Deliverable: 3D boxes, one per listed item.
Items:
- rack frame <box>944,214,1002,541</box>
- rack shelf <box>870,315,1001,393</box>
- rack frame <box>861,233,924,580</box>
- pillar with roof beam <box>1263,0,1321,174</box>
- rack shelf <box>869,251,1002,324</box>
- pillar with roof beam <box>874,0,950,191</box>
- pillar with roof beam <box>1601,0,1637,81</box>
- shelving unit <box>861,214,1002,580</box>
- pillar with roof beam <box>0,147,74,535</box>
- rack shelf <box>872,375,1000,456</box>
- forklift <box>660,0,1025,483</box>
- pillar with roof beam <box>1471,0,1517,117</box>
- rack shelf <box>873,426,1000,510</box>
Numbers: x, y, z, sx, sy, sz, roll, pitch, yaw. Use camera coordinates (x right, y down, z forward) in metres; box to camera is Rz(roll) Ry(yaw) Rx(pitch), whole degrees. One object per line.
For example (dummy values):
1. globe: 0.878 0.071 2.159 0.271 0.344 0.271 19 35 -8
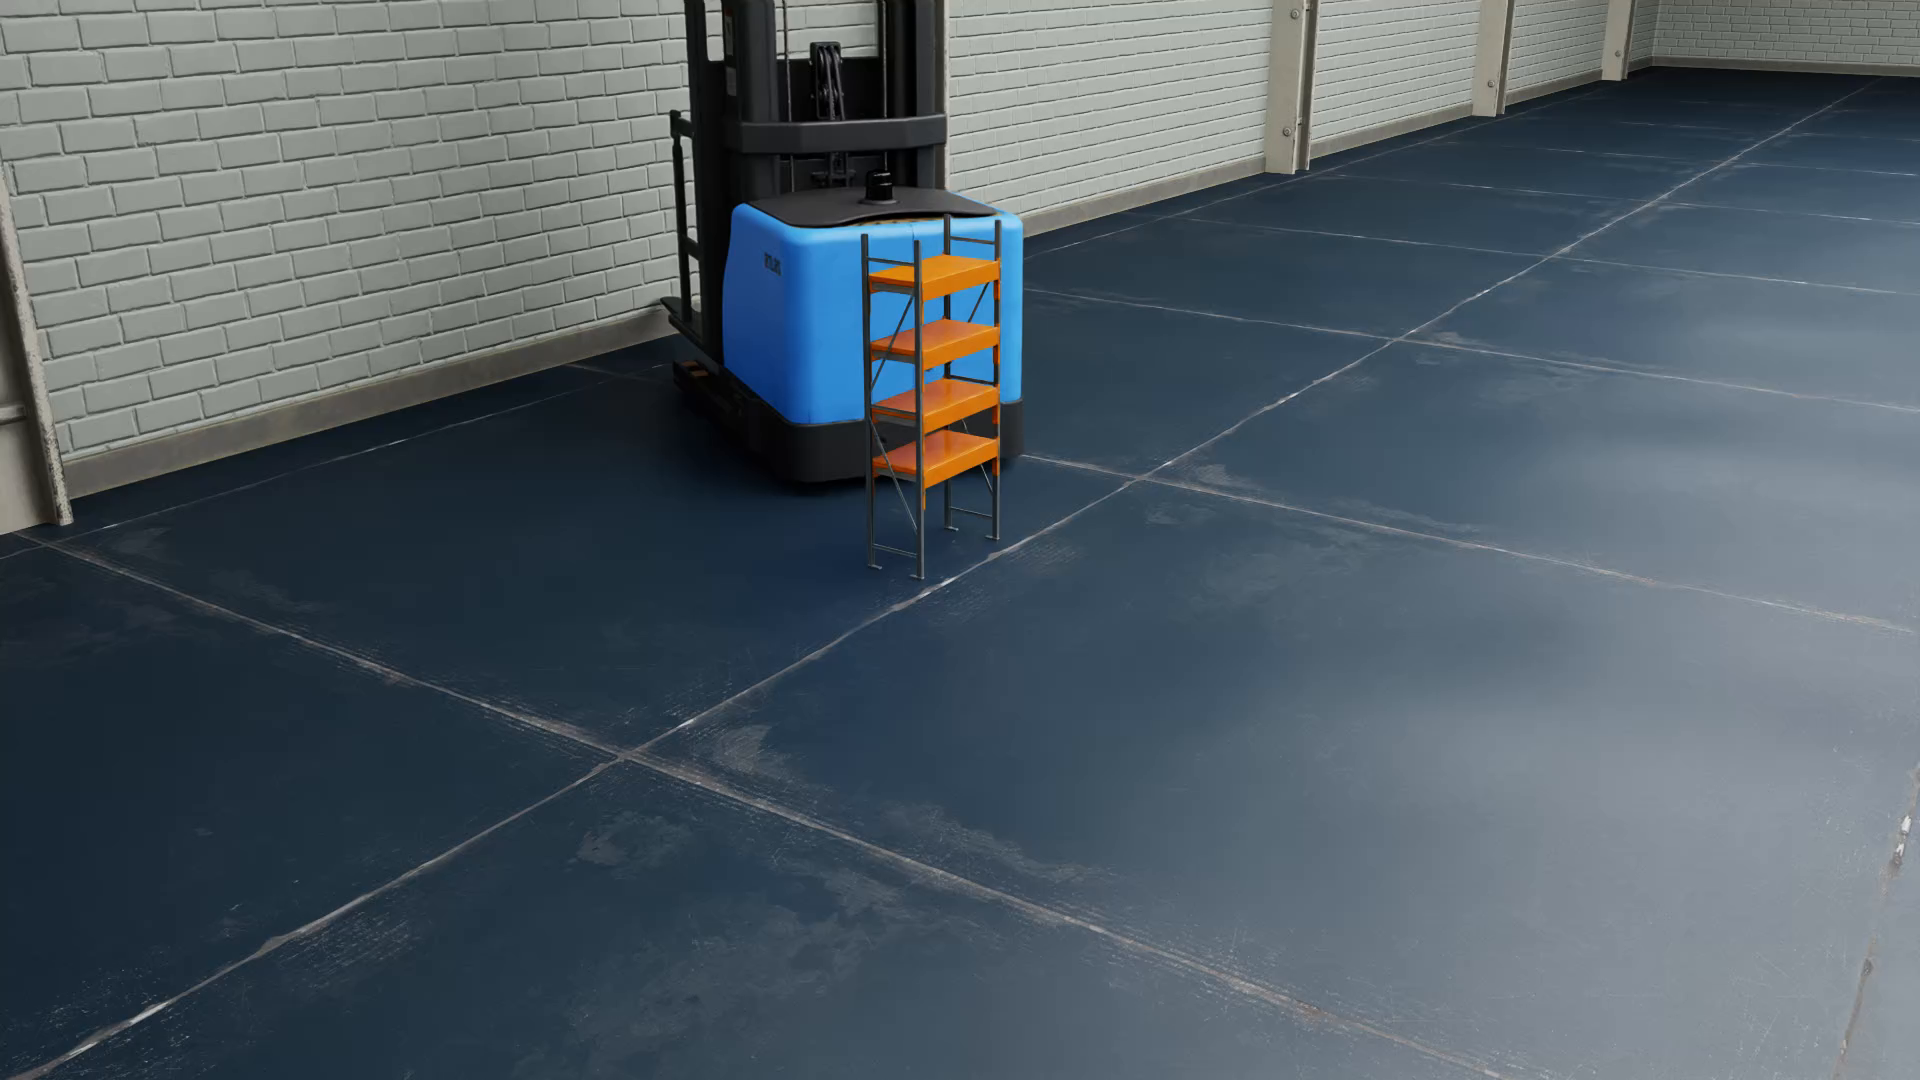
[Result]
1. rack frame: 0.044 -0.585 6.118 0.240 1.200 0.015 13 24 32
2. rack shelf: -0.093 -0.662 5.874 0.258 0.148 0.480 13 24 32
3. rack frame: -0.230 -0.445 5.739 0.240 1.200 0.015 13 24 32
4. pillar with roof beam: 6.631 -6.867 11.859 9.100 9.000 0.400 13 24 32
5. rack shelf: -0.093 -0.884 5.792 0.258 0.148 0.480 13 24 32
6. pillar with roof beam: 3.258 -5.146 7.205 9.100 9.000 0.400 13 24 32
7. pillar with roof beam: 13.377 -10.310 21.167 9.100 9.000 0.400 13 24 32
8. shelving unit: -0.093 -0.515 5.928 0.258 1.200 0.503 13 24 32
9. pillar with roof beam: -0.114 -3.424 2.551 9.100 9.000 0.400 13 24 32
10. rack shelf: -0.093 -0.452 5.952 0.258 0.148 0.480 13 24 32
11. forklift: -0.767 -2.080 7.663 1.130 2.935 3.031 -8 22 -21
12. pillar with roof beam: 10.004 -8.589 16.513 9.100 9.000 0.400 13 24 32
13. rack shelf: -0.093 -0.266 6.021 0.258 0.148 0.480 13 24 32
